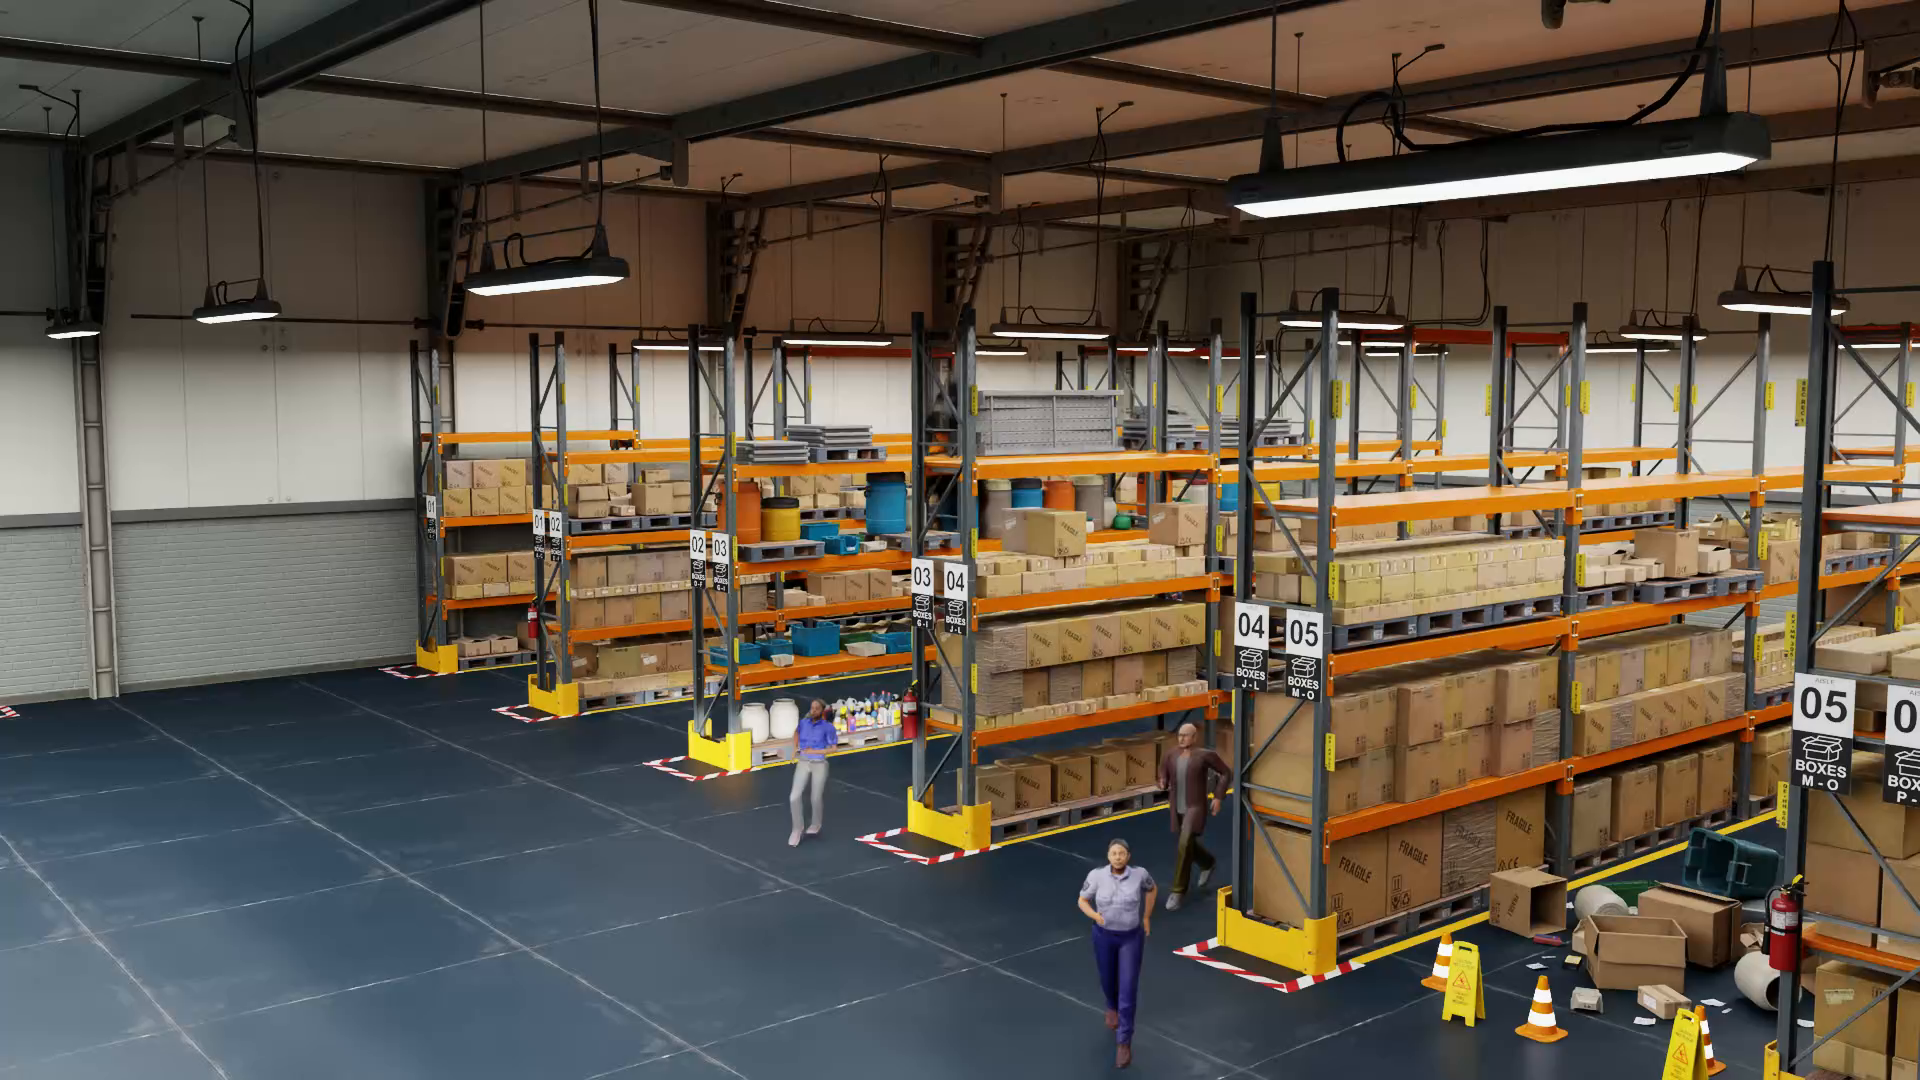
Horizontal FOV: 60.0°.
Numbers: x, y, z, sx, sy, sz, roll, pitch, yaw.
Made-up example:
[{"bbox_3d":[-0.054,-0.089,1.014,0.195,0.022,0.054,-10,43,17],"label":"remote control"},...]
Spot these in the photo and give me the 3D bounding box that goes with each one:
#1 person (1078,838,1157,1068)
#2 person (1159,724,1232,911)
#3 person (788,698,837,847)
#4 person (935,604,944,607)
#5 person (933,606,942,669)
[{"bbox_3d":[1.223,3.147,12.999,0.597,1.661,0.884,1,5,12],"label":"person"},{"bbox_3d":[2.319,2.734,16.784,0.737,1.802,1.012,5,7,43],"label":"person"},{"bbox_3d":[-1.650,2.615,18.857,0.567,1.672,0.692,1,5,9],"label":"person"},{"bbox_3d":[-0.238,1.119,34.352,0.783,1.833,0.664,-5,7,-43],"label":"person"},{"bbox_3d":[-0.421,1.715,28.176,0.812,1.736,0.575,-5,7,-42],"label":"person"}]
